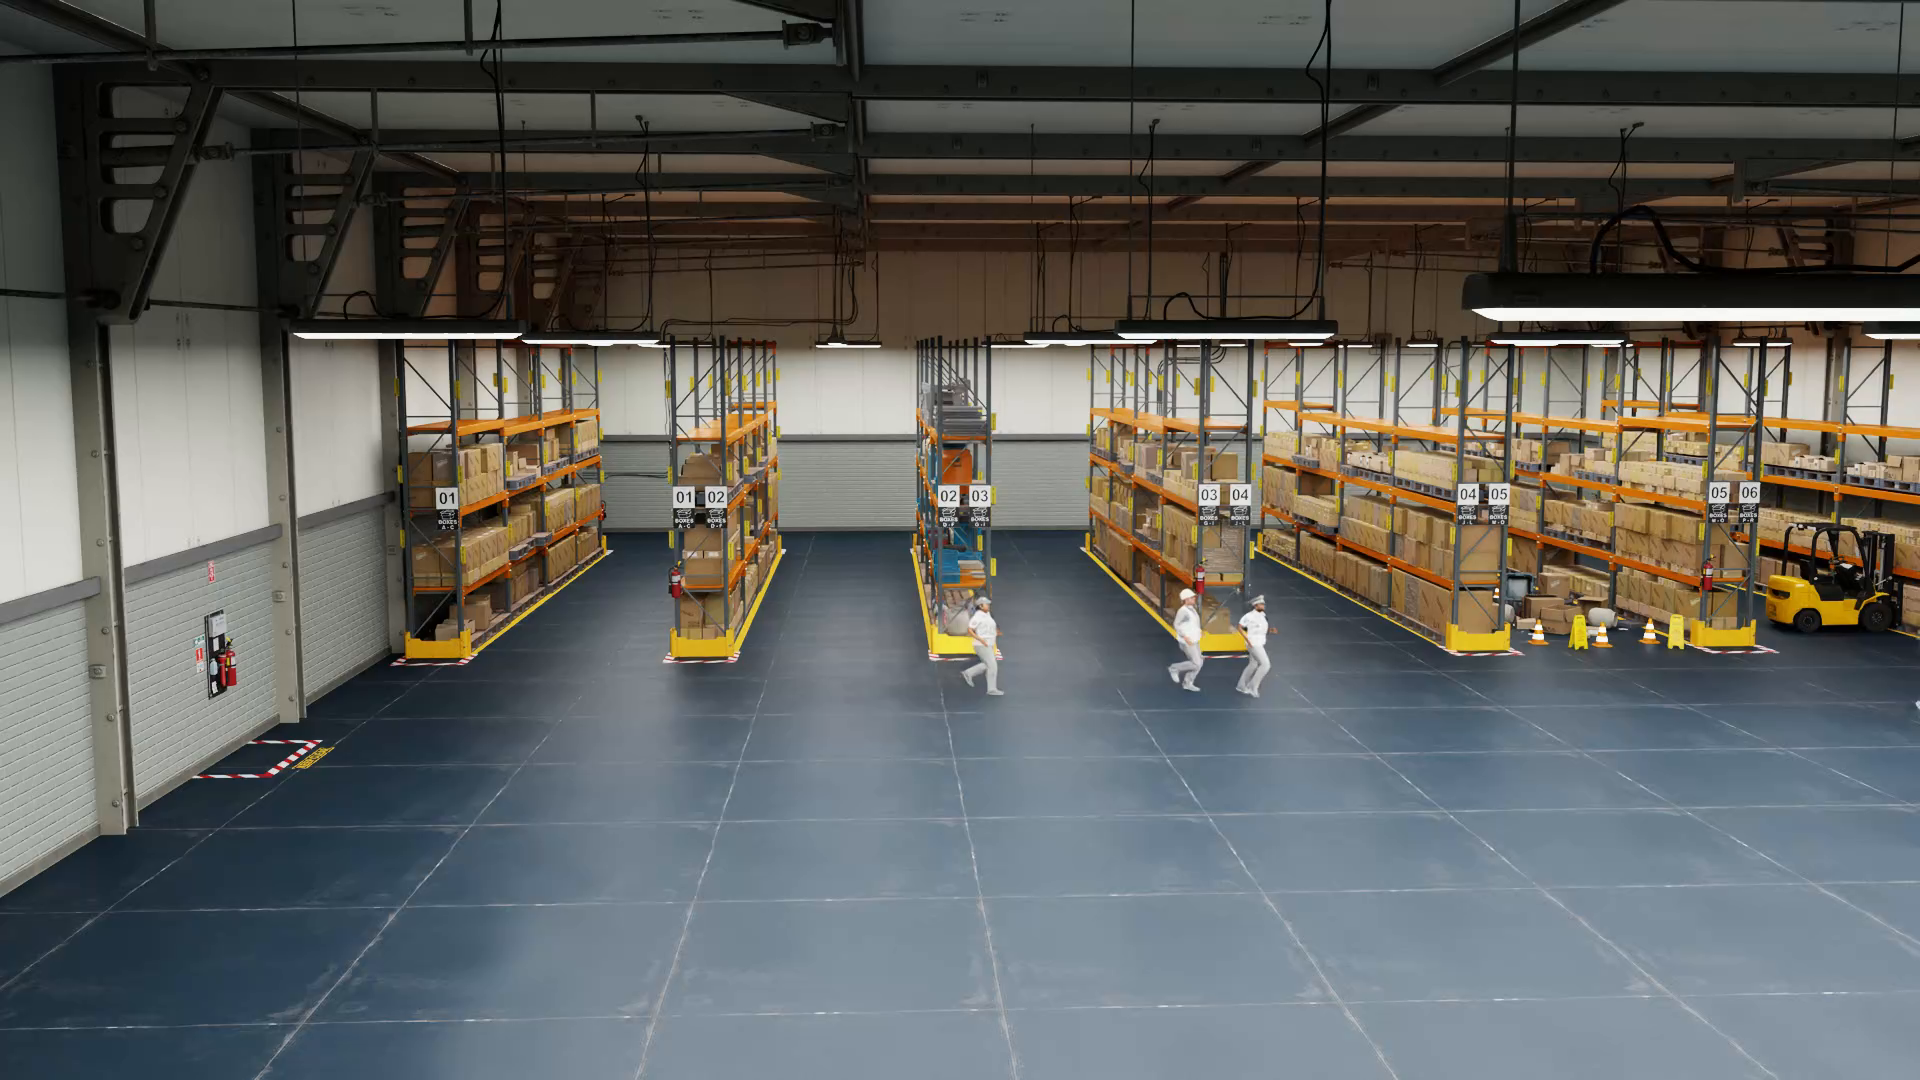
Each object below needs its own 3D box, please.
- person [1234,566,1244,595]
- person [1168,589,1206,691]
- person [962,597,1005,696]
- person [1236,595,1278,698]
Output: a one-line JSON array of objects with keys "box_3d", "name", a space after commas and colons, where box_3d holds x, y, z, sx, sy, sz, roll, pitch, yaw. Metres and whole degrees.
[{"box_3d": [6.612, 0.467, 39.318, 0.517, 1.626, 0.668, -1, 7, -13], "name": "person"}, {"box_3d": [3.843, 1.690, 28.100, 0.581, 1.732, 0.665, 3, 7, 28], "name": "person"}, {"box_3d": [0.375, 1.768, 27.783, 0.803, 1.620, 0.620, 3, 7, 21], "name": "person"}, {"box_3d": [4.946, 1.769, 27.637, 0.683, 1.723, 0.548, 4, 8, 30], "name": "person"}]
